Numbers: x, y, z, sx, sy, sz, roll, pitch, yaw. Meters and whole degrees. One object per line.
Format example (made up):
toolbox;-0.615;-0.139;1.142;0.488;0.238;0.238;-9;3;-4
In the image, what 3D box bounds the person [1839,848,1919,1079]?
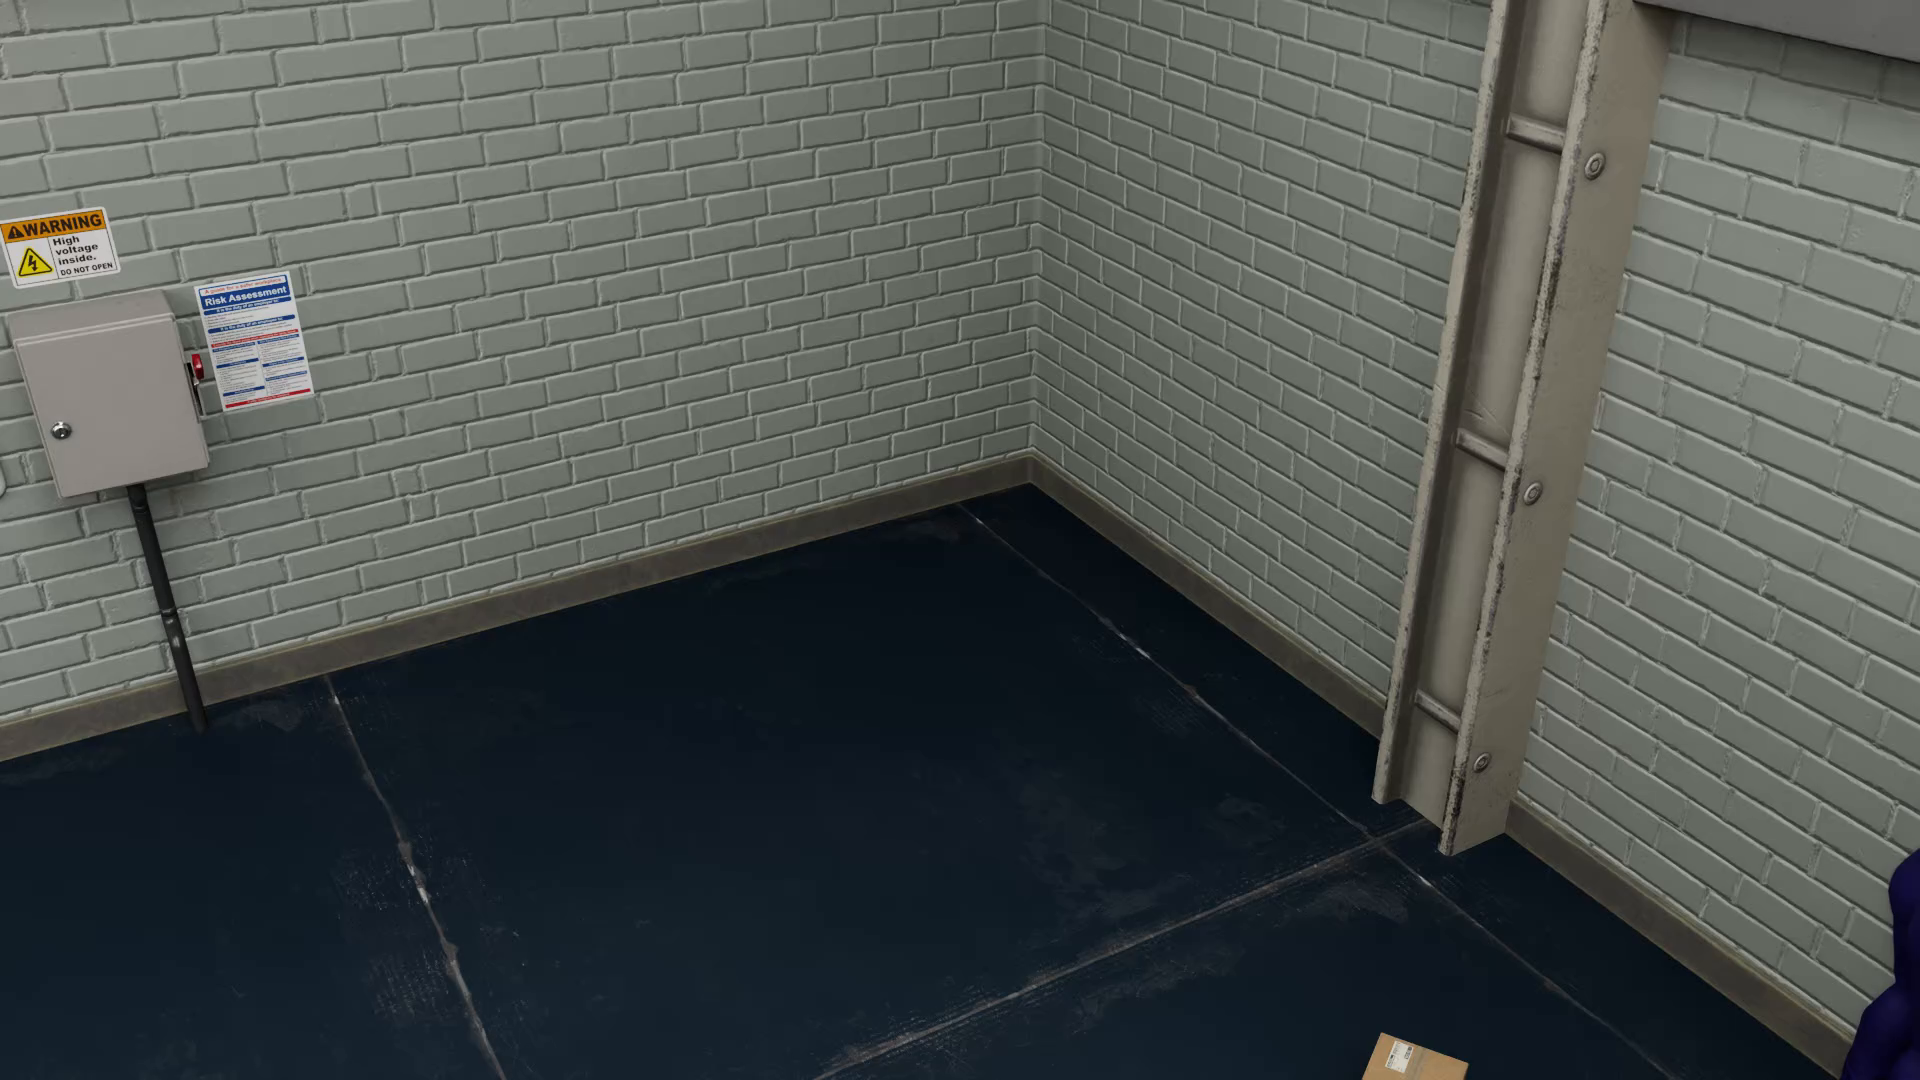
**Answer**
person;2.646;1.009;4.338;0.364;1.651;0.473;6;30;11
